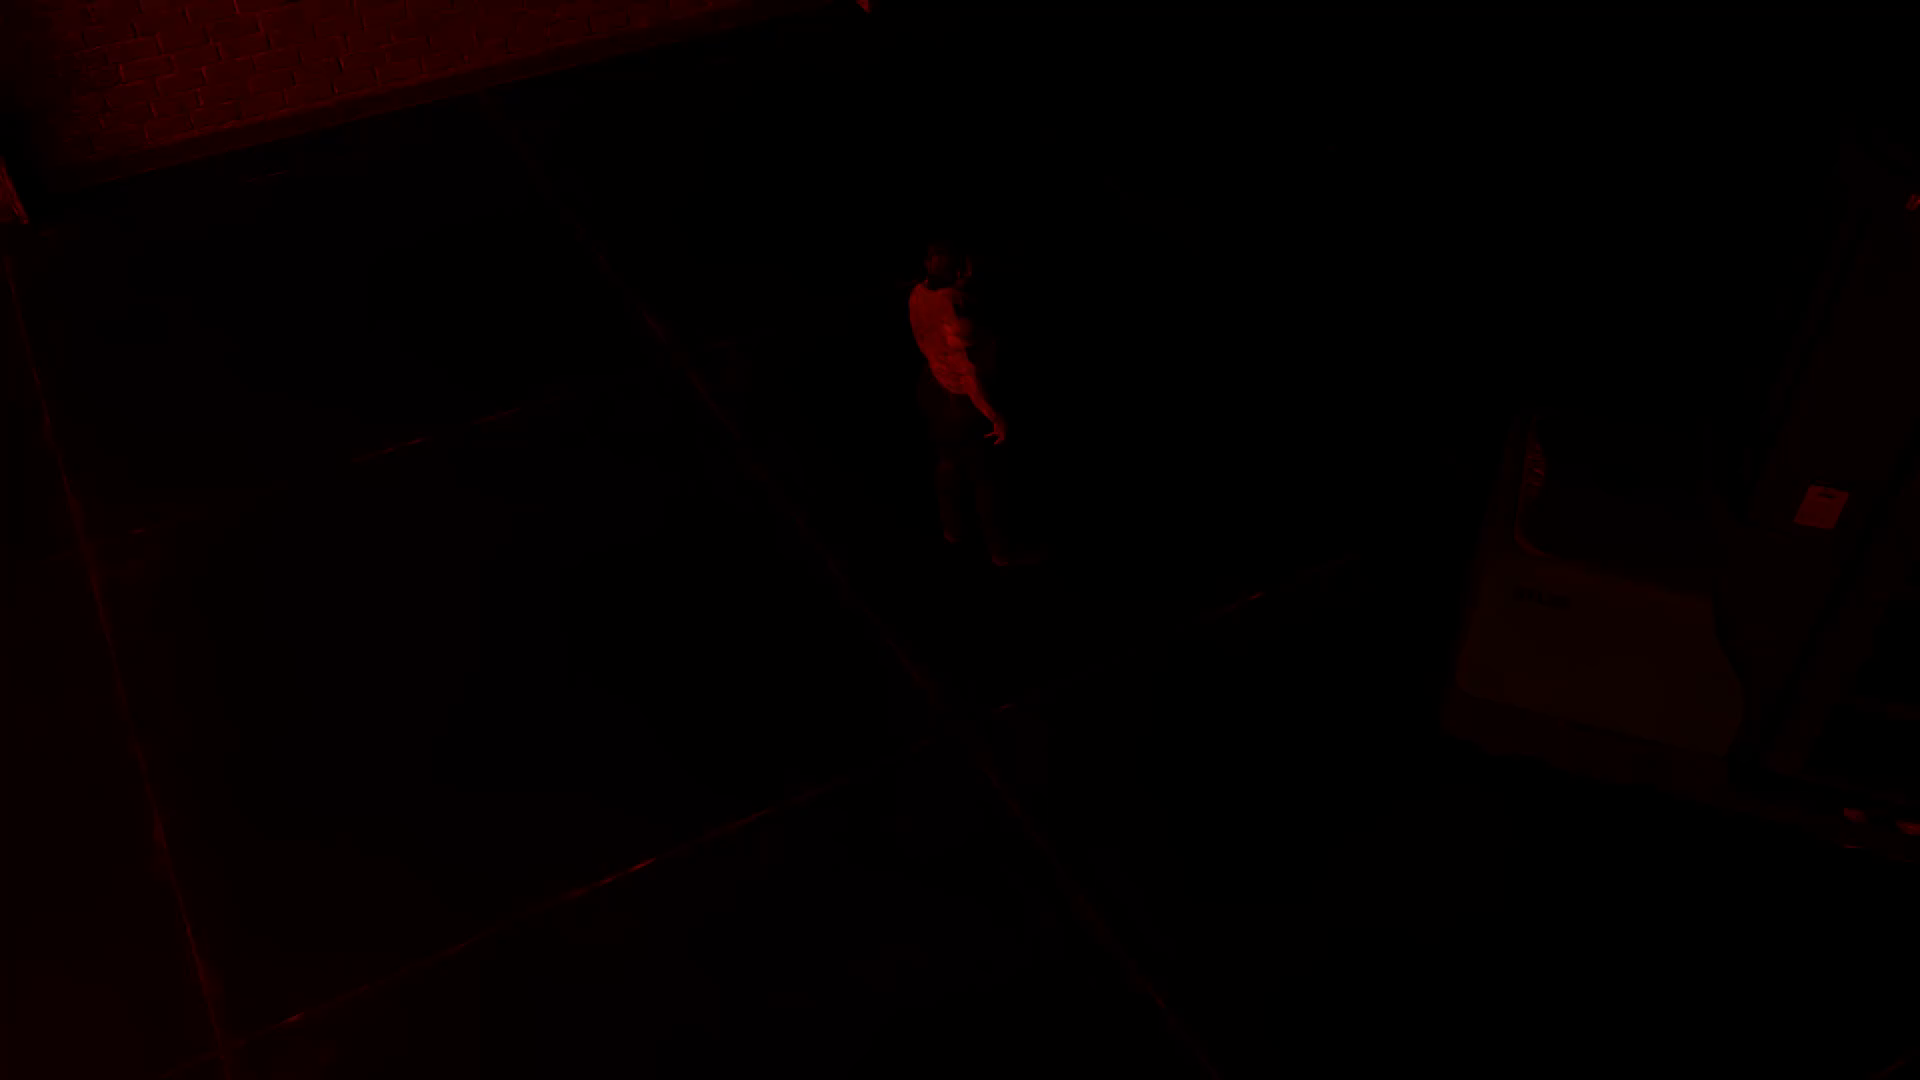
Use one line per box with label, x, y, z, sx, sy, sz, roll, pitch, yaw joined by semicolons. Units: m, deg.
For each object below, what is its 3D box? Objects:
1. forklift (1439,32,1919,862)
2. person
forklift;3.576;-0.228;5.944;3.031;2.935;1.130;13;44;14
person;0.089;-0.626;7.307;0.502;1.650;0.599;-21;47;-21
